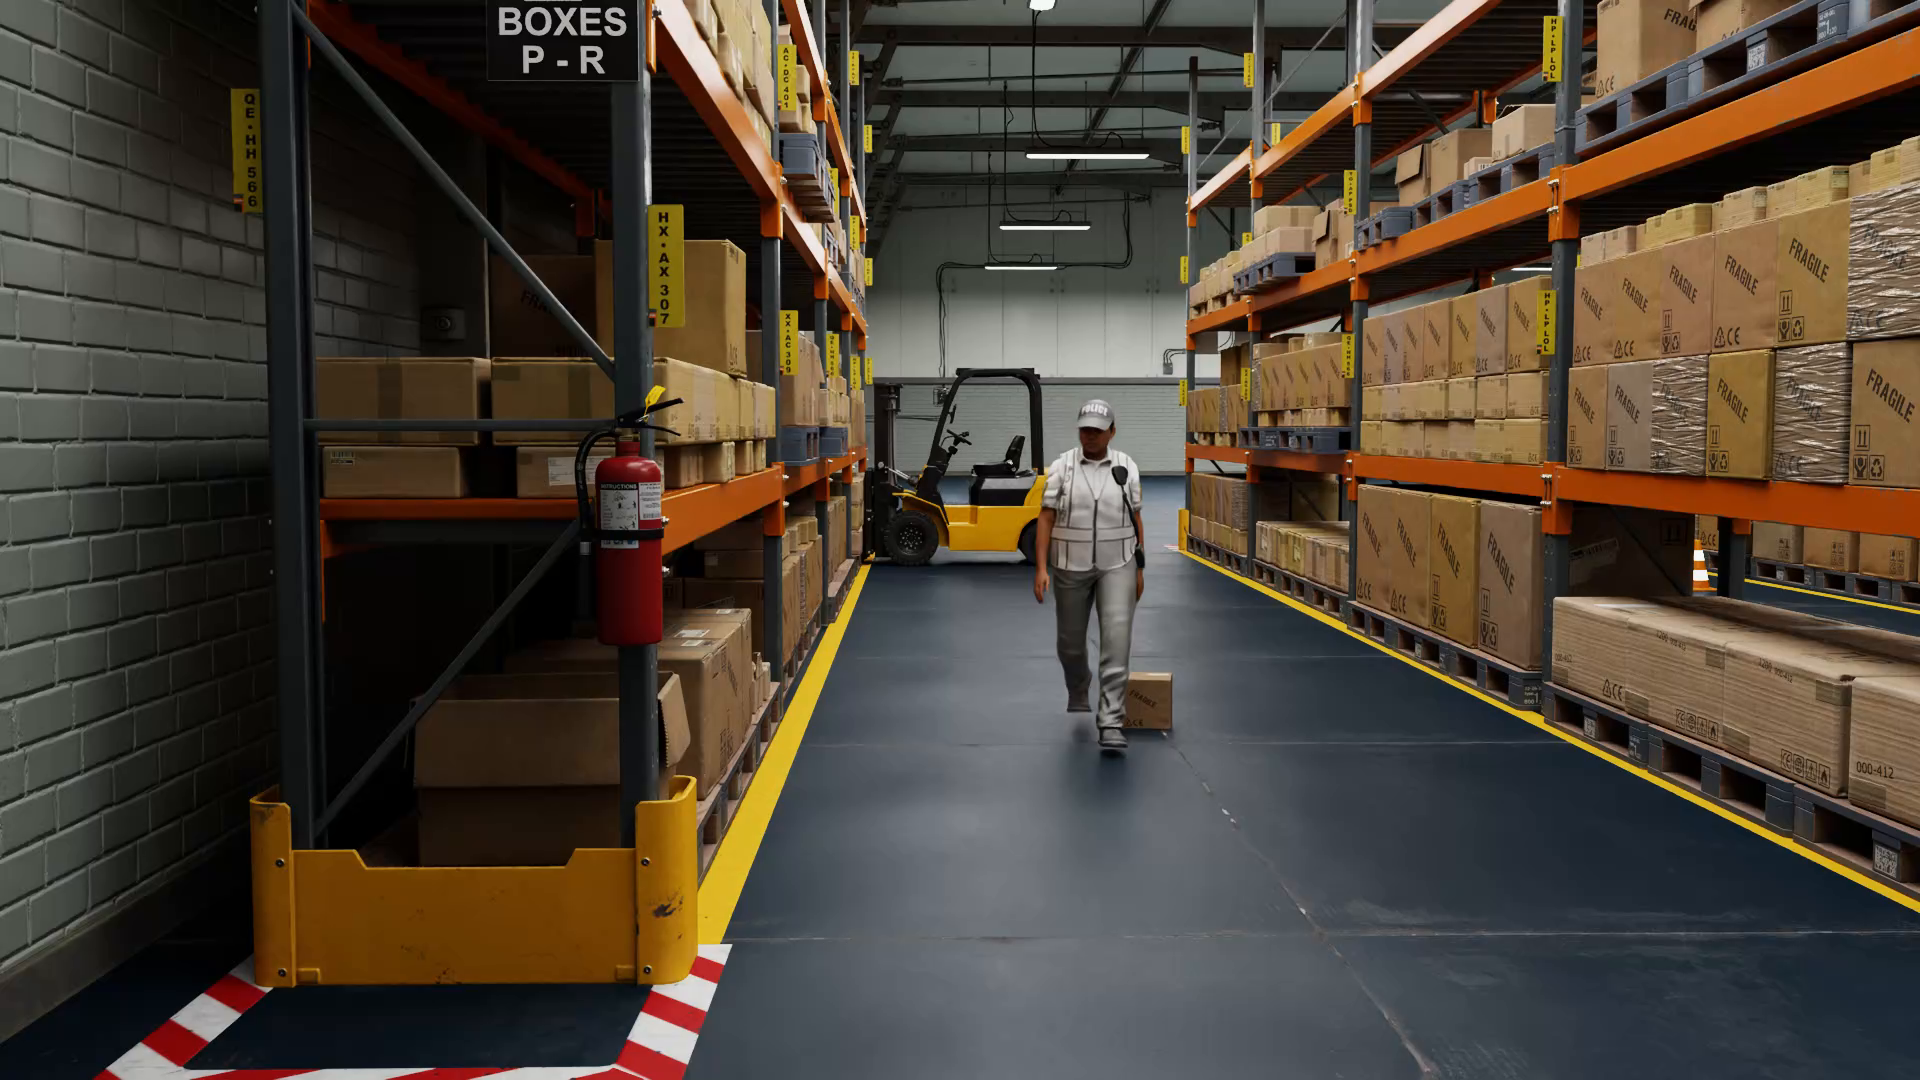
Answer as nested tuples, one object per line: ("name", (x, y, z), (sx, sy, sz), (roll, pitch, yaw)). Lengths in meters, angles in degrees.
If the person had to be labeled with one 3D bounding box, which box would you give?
("person", (0.622, 0.135, 7.974), (0.526, 1.616, 0.972), (0, 4, 6))
